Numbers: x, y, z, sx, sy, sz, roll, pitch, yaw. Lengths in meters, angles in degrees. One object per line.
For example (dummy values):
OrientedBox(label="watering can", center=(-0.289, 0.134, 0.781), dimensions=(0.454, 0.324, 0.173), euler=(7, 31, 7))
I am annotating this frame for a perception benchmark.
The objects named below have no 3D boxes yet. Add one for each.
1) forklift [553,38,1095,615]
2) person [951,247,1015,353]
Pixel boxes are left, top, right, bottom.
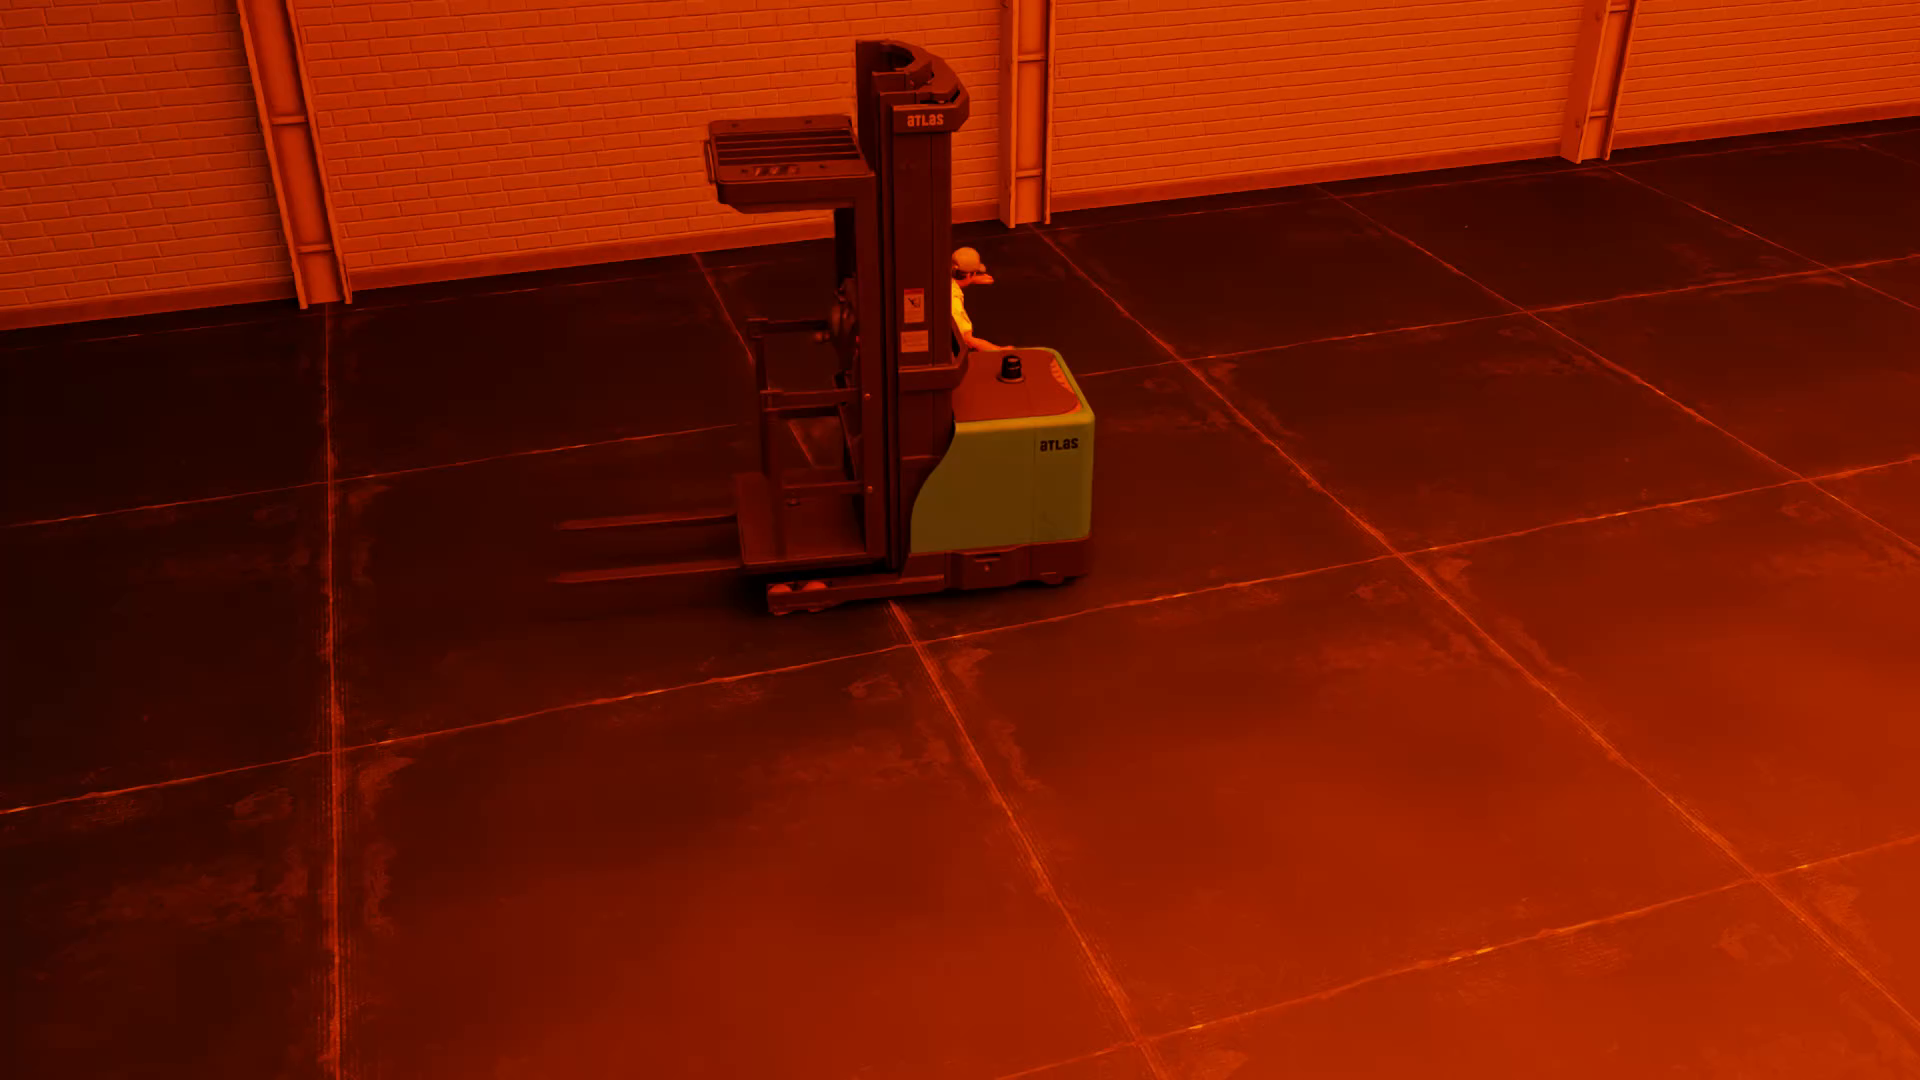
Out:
OrientedBox(label="forklift", center=(-0.810, -1.136, 9.061), dimensions=(3.031, 2.935, 1.130), euler=(-5, 30, -9))
OrientedBox(label="person", center=(0.046, -1.124, 10.596), dimensions=(0.834, 1.426, 1.358), euler=(-9, 31, -16))
